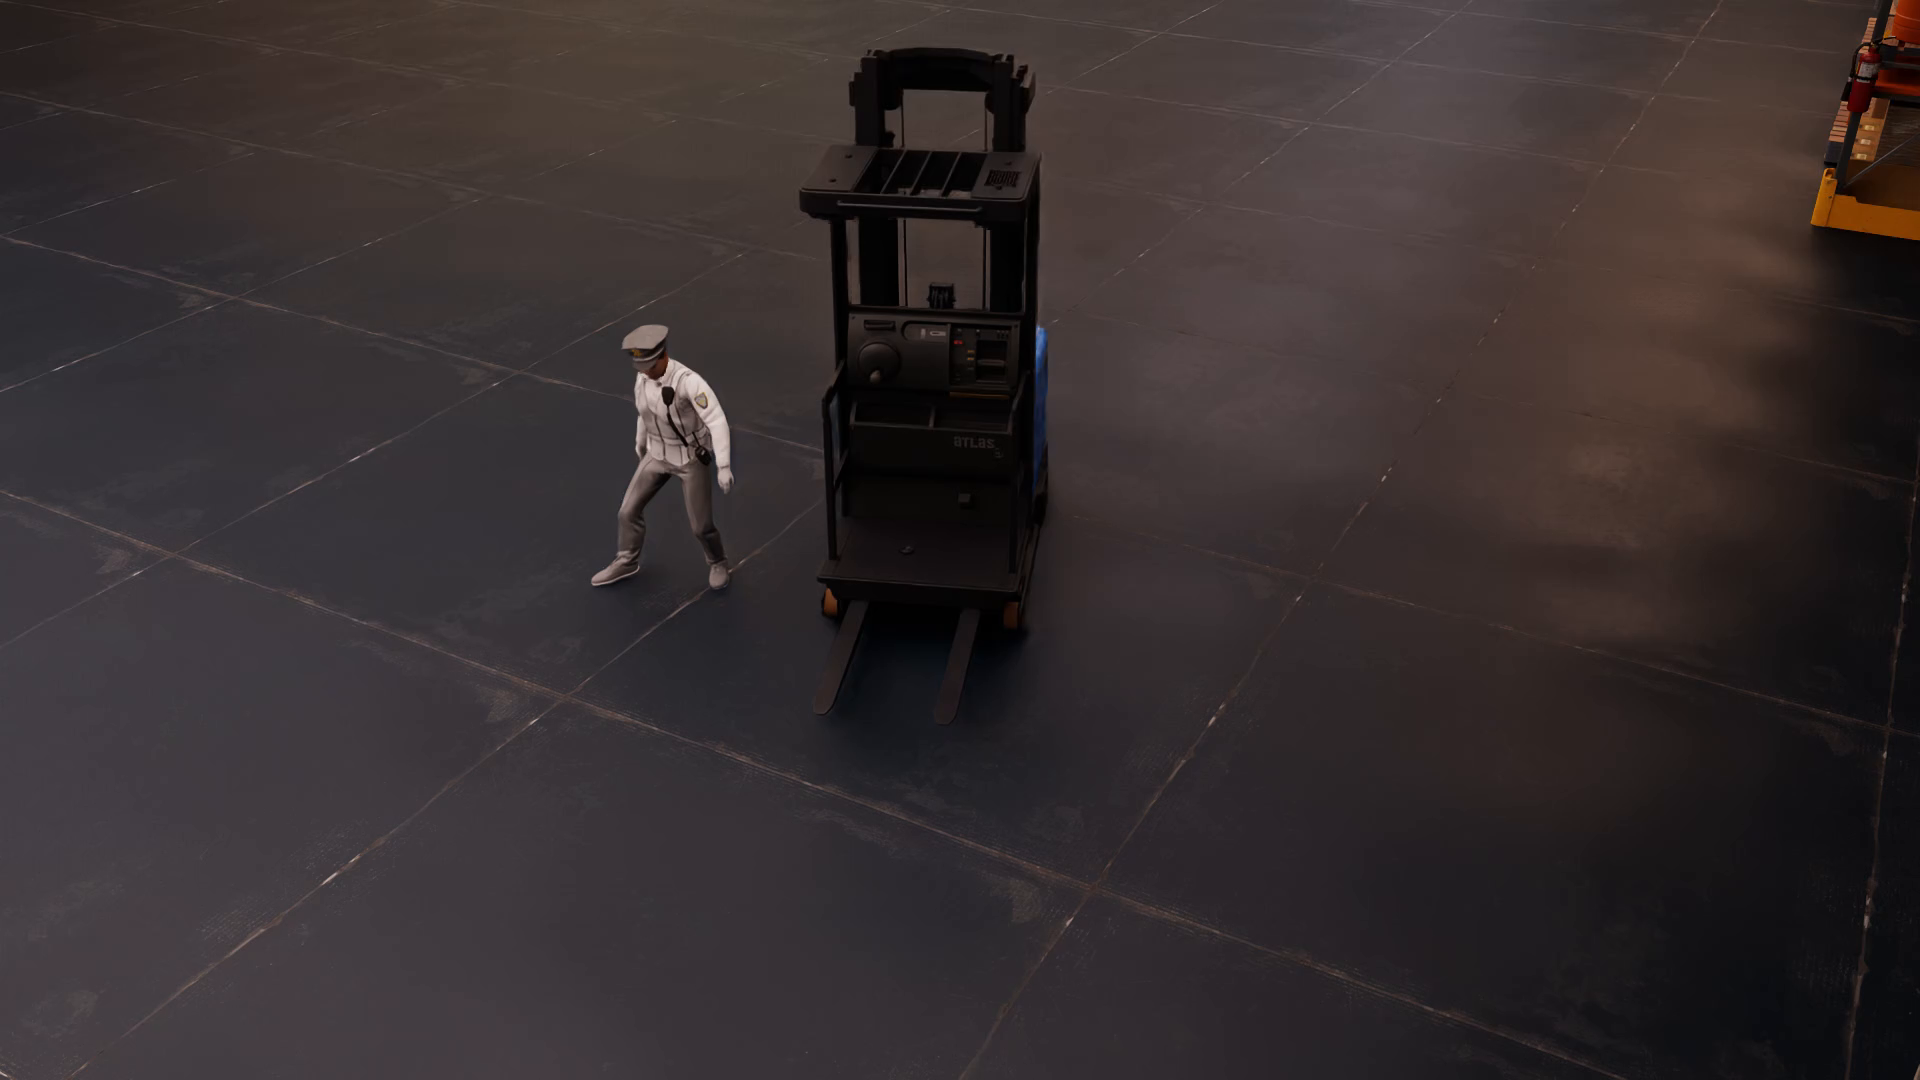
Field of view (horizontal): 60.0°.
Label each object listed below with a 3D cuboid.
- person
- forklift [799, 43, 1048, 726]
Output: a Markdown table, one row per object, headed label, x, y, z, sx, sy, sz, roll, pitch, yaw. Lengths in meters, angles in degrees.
| label | x | y | z | sx | sy | sz | roll | pitch | yaw |
| --- | --- | --- | --- | --- | --- | --- | --- | --- | --- |
| person | -1.580 | -0.438 | 9.178 | 0.965 | 1.619 | 0.561 | 15 | 33 | 25 |
| forklift | -0.169 | -0.958 | 8.731 | 1.130 | 2.935 | 3.031 | 4 | 30 | 7 |
